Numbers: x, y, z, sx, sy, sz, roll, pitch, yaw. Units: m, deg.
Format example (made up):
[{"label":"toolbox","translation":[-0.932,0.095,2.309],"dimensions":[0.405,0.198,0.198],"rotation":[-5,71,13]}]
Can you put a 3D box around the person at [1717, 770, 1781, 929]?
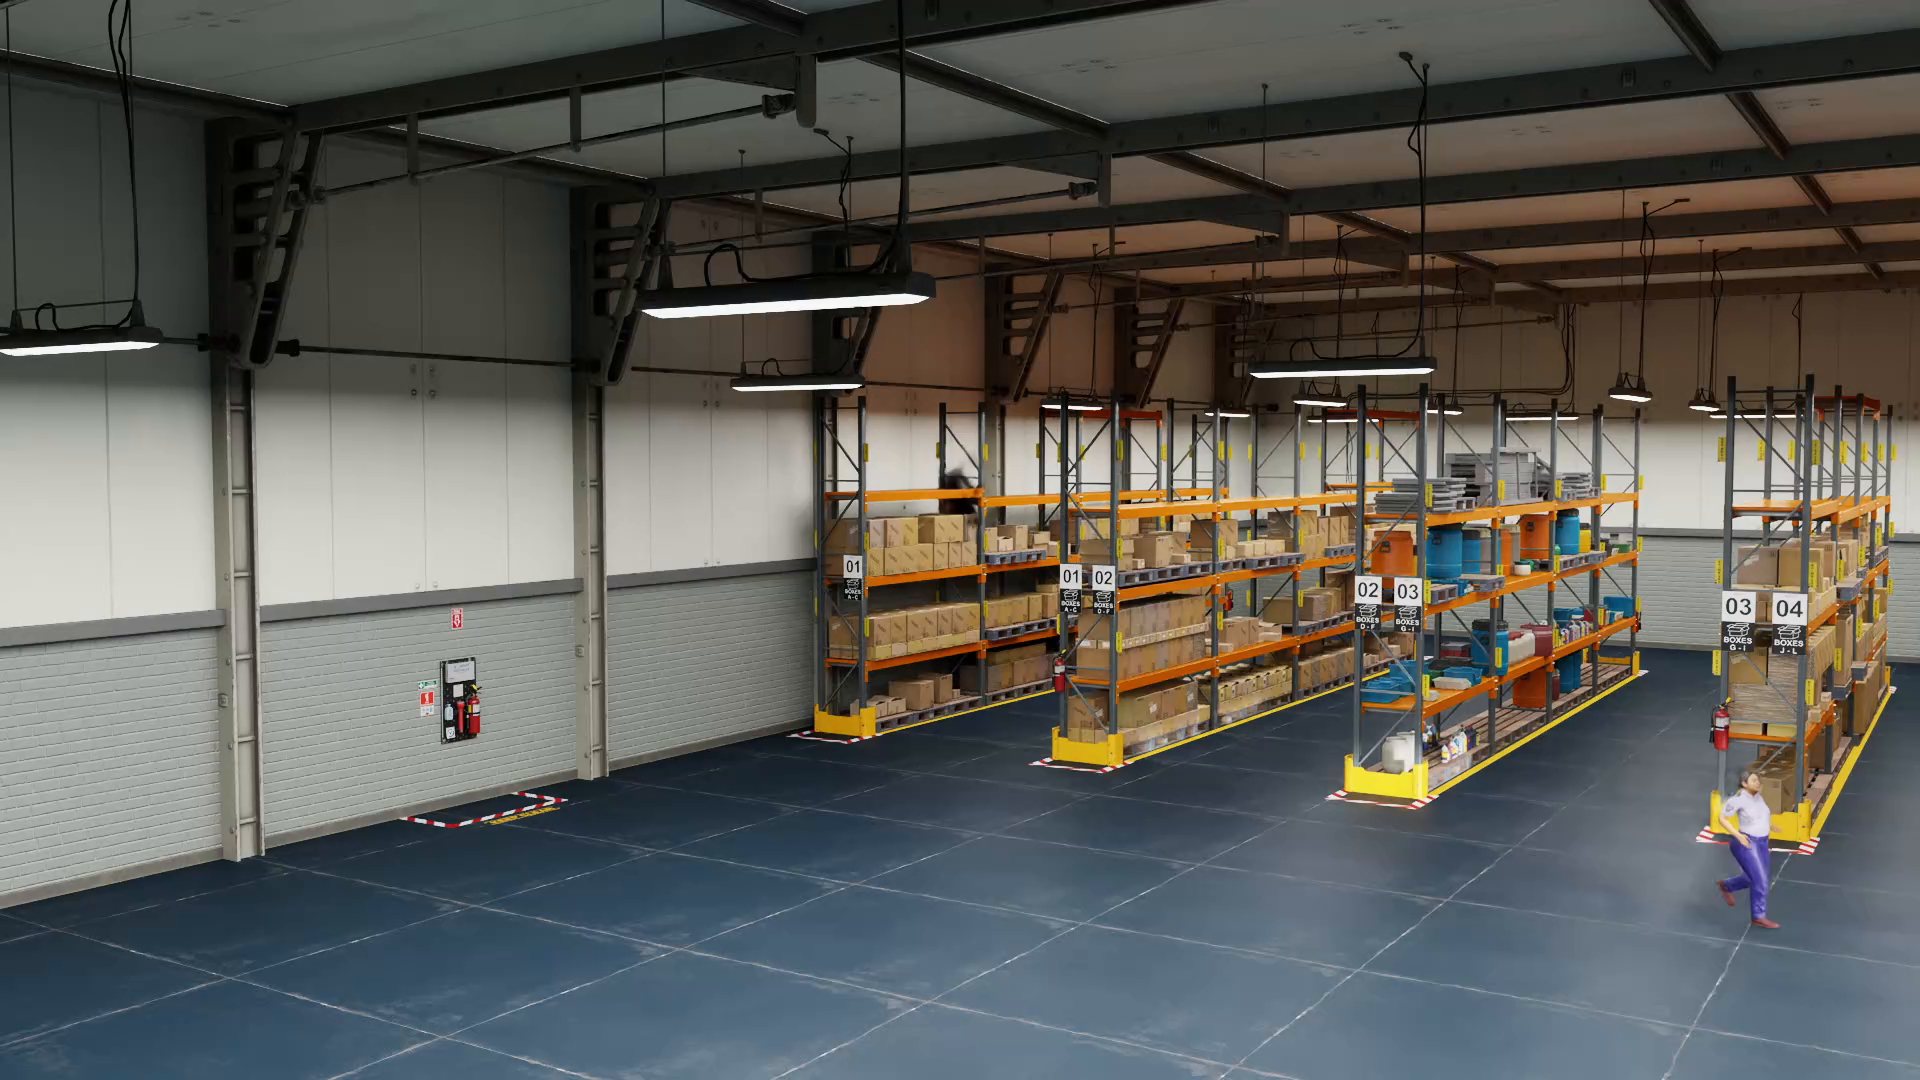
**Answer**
[{"label":"person","translation":[8.403,3.262,17.736],"dimensions":[0.620,1.611,0.784],"rotation":[-2,3,-31]}]
